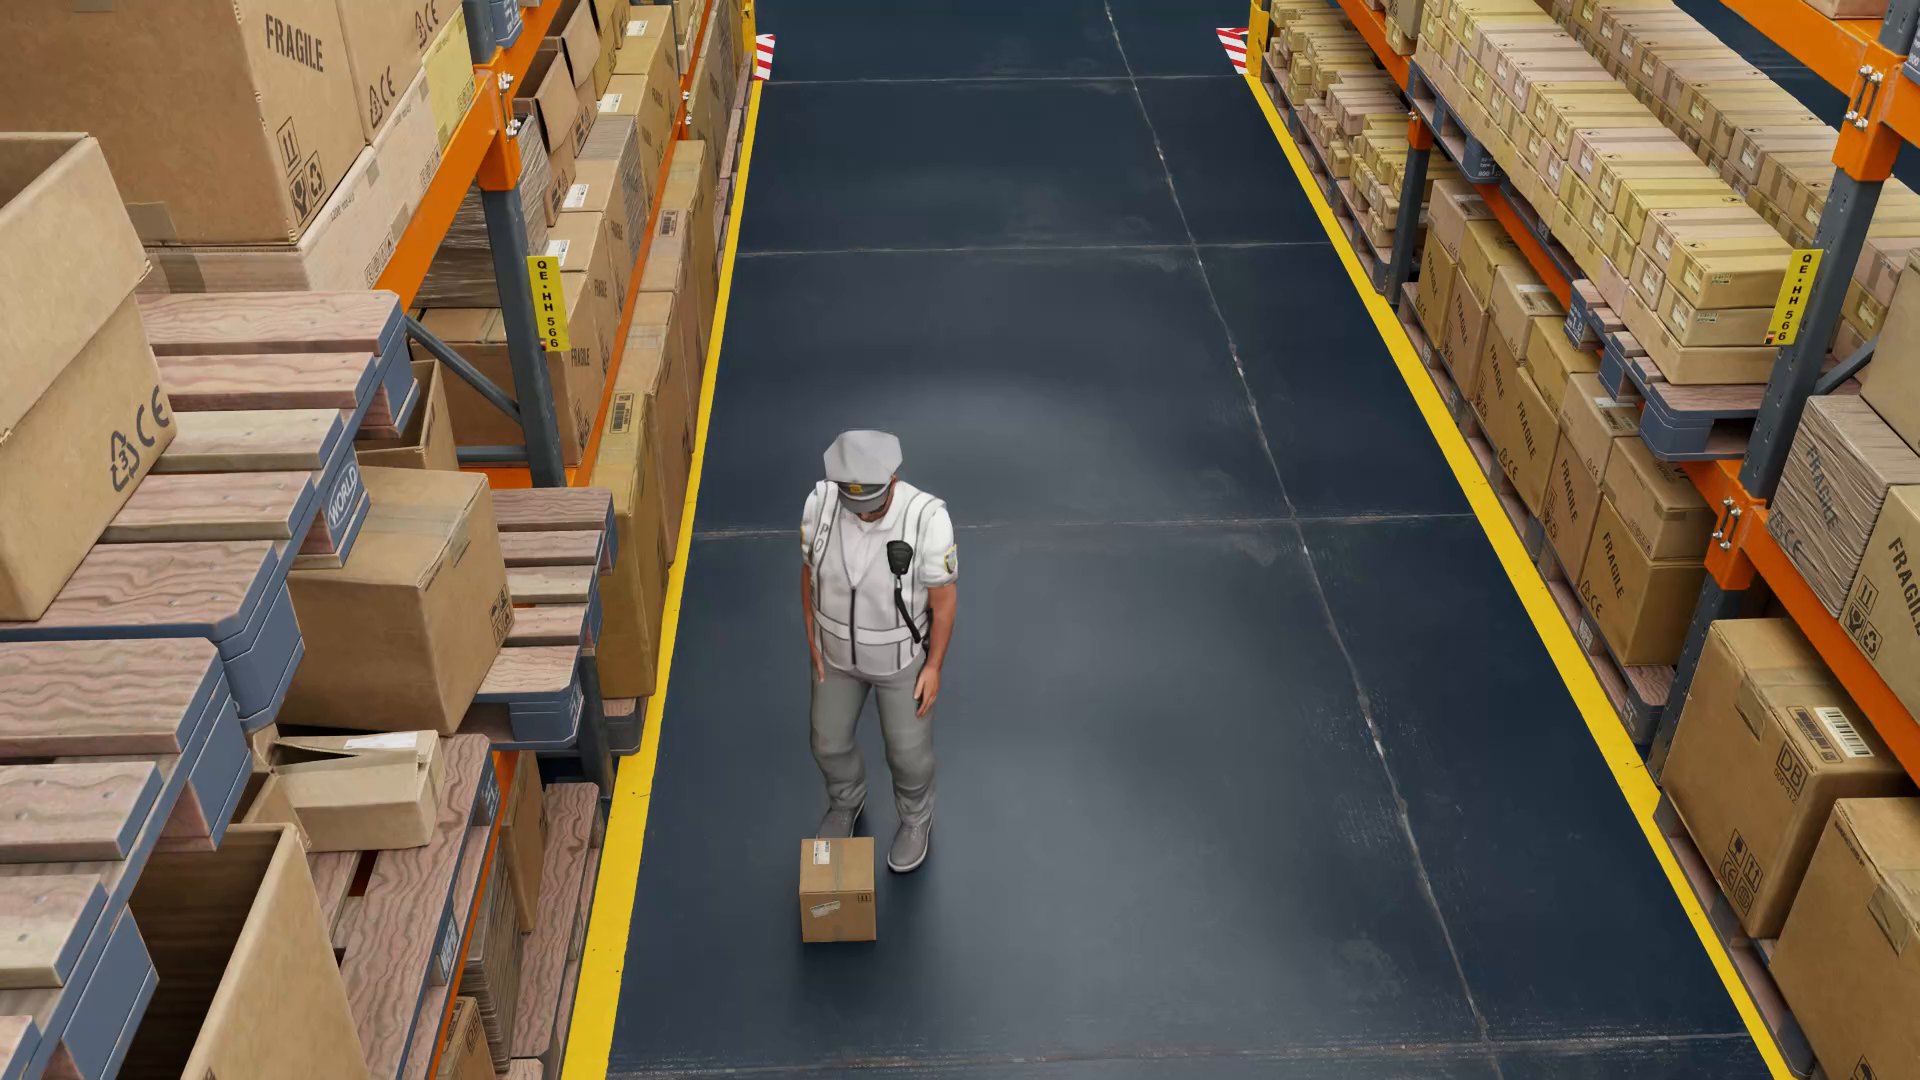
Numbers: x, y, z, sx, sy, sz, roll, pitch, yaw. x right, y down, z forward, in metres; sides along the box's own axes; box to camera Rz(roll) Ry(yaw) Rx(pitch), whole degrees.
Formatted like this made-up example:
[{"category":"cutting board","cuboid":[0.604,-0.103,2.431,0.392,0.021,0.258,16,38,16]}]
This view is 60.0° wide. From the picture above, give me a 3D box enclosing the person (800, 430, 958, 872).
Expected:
[{"category":"person","cuboid":[-0.273,0.373,5.639,0.544,1.726,0.424,10,36,14]}]
